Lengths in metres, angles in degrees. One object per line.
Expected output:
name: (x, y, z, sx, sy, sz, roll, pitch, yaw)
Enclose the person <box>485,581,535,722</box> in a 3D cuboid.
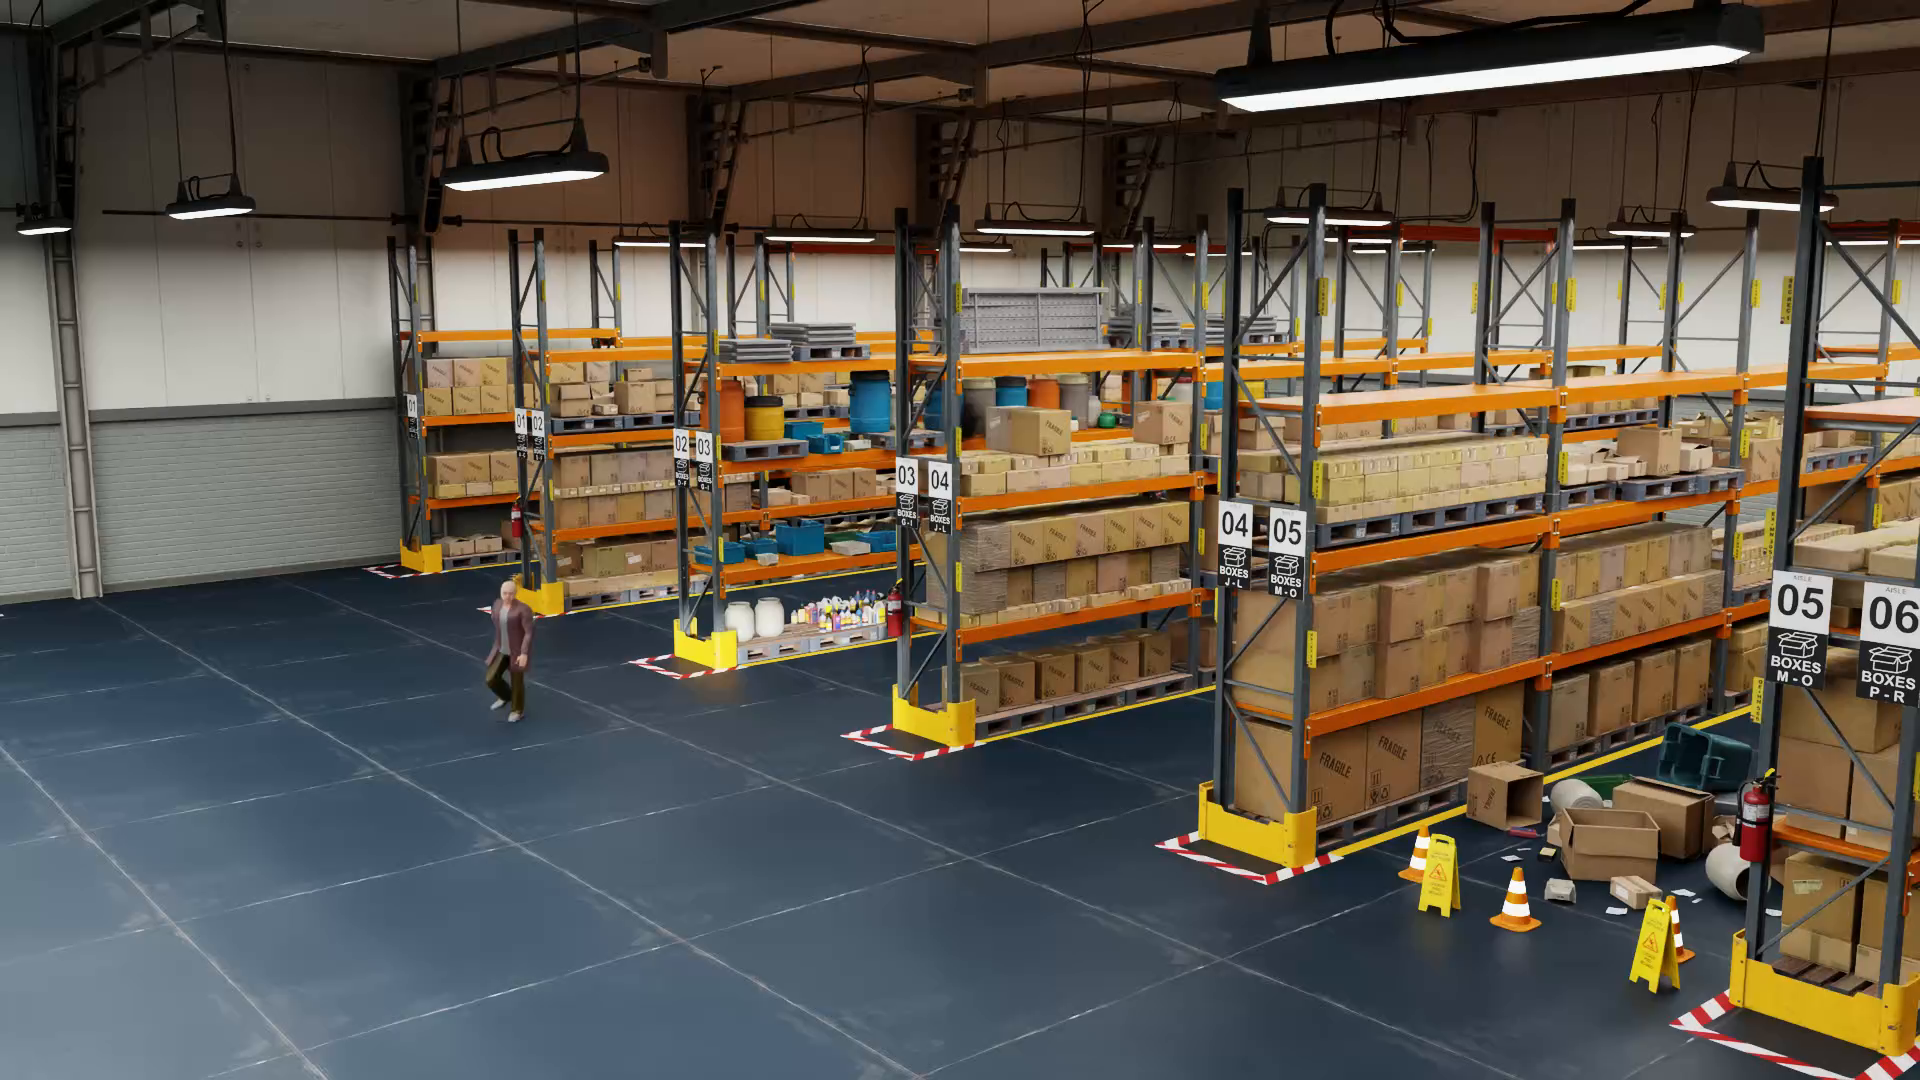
person: (-5.300, 1.309, 19.674, 0.720, 1.746, 0.594, 2, 9, 15)
